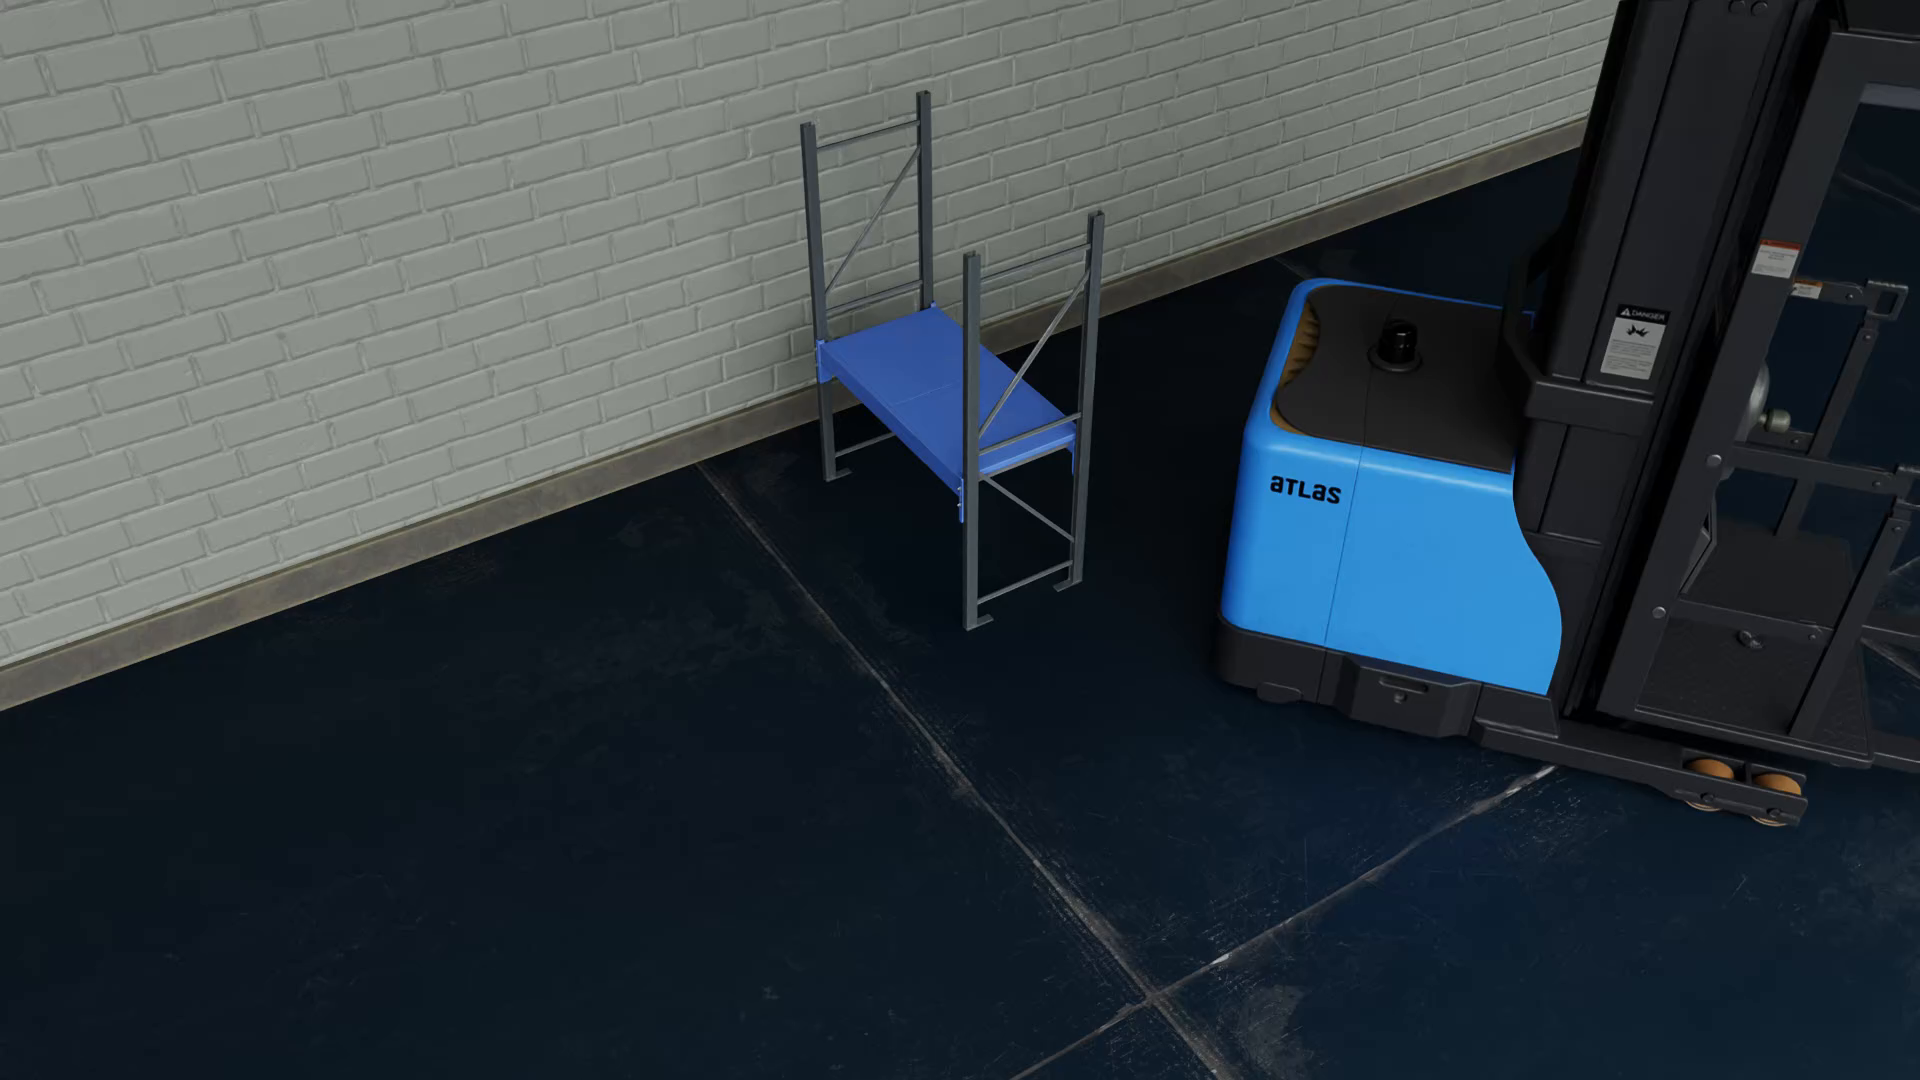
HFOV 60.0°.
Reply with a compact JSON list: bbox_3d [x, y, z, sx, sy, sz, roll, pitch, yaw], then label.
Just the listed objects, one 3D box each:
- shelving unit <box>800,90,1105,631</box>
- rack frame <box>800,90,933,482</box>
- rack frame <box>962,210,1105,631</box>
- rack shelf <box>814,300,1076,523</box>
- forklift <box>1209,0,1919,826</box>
[{"bbox_3d":[-0.046,-0.622,5.825,0.538,1.500,1.048,-22,45,-24],"label":"shelving unit"},{"bbox_3d":[-0.319,-0.897,6.154,0.500,1.500,0.032,-22,45,-24],"label":"rack frame"},{"bbox_3d":[0.227,-0.348,5.496,0.500,1.500,0.032,-22,45,-24],"label":"rack frame"},{"bbox_3d":[-0.046,-0.484,5.940,0.538,0.185,1.000,-22,45,-24],"label":"rack shelf"},{"bbox_3d":[2.419,-0.620,4.704,3.031,2.935,1.130,12,41,14],"label":"forklift"}]
